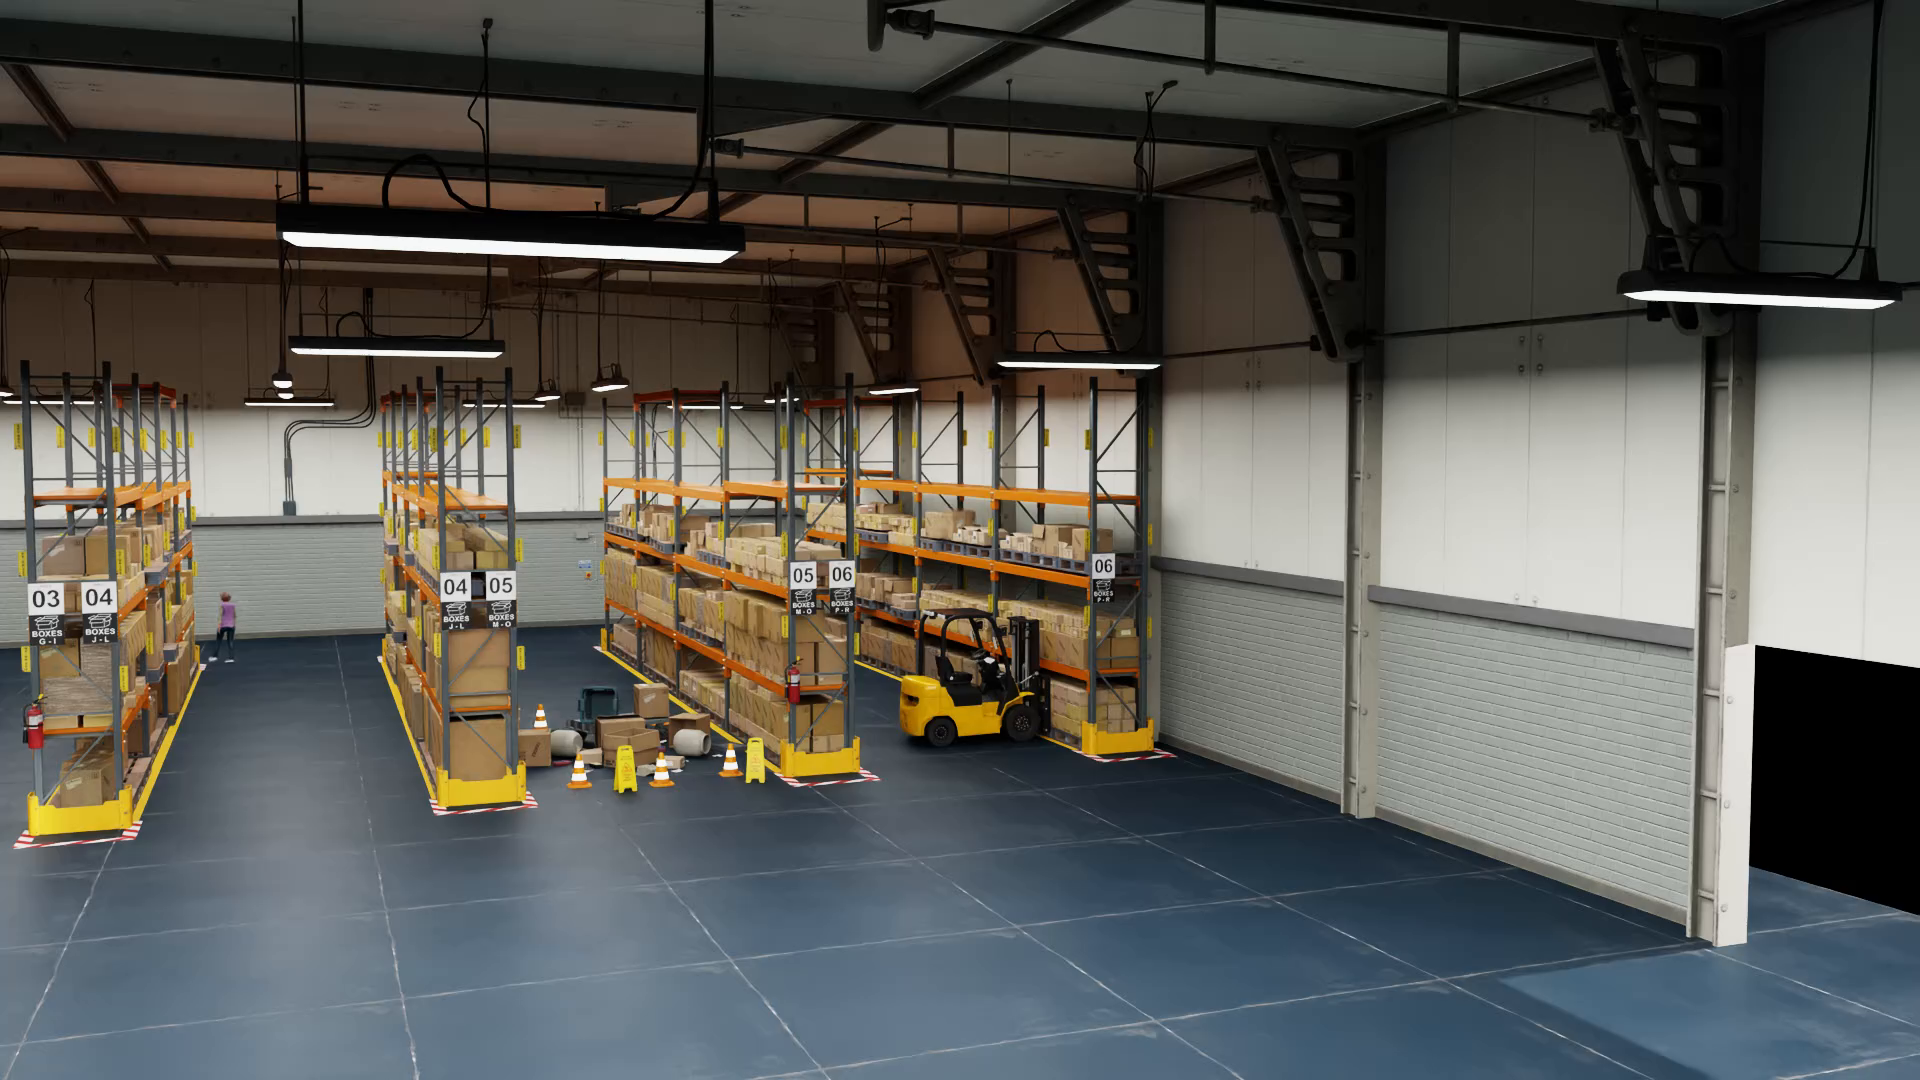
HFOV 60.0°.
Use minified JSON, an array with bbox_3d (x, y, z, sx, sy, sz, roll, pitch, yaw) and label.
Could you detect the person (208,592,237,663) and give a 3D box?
[{"bbox_3d":[-16.553,1.965,37.393,0.525,1.599,0.696,-3,5,-42],"label":"person"}]
